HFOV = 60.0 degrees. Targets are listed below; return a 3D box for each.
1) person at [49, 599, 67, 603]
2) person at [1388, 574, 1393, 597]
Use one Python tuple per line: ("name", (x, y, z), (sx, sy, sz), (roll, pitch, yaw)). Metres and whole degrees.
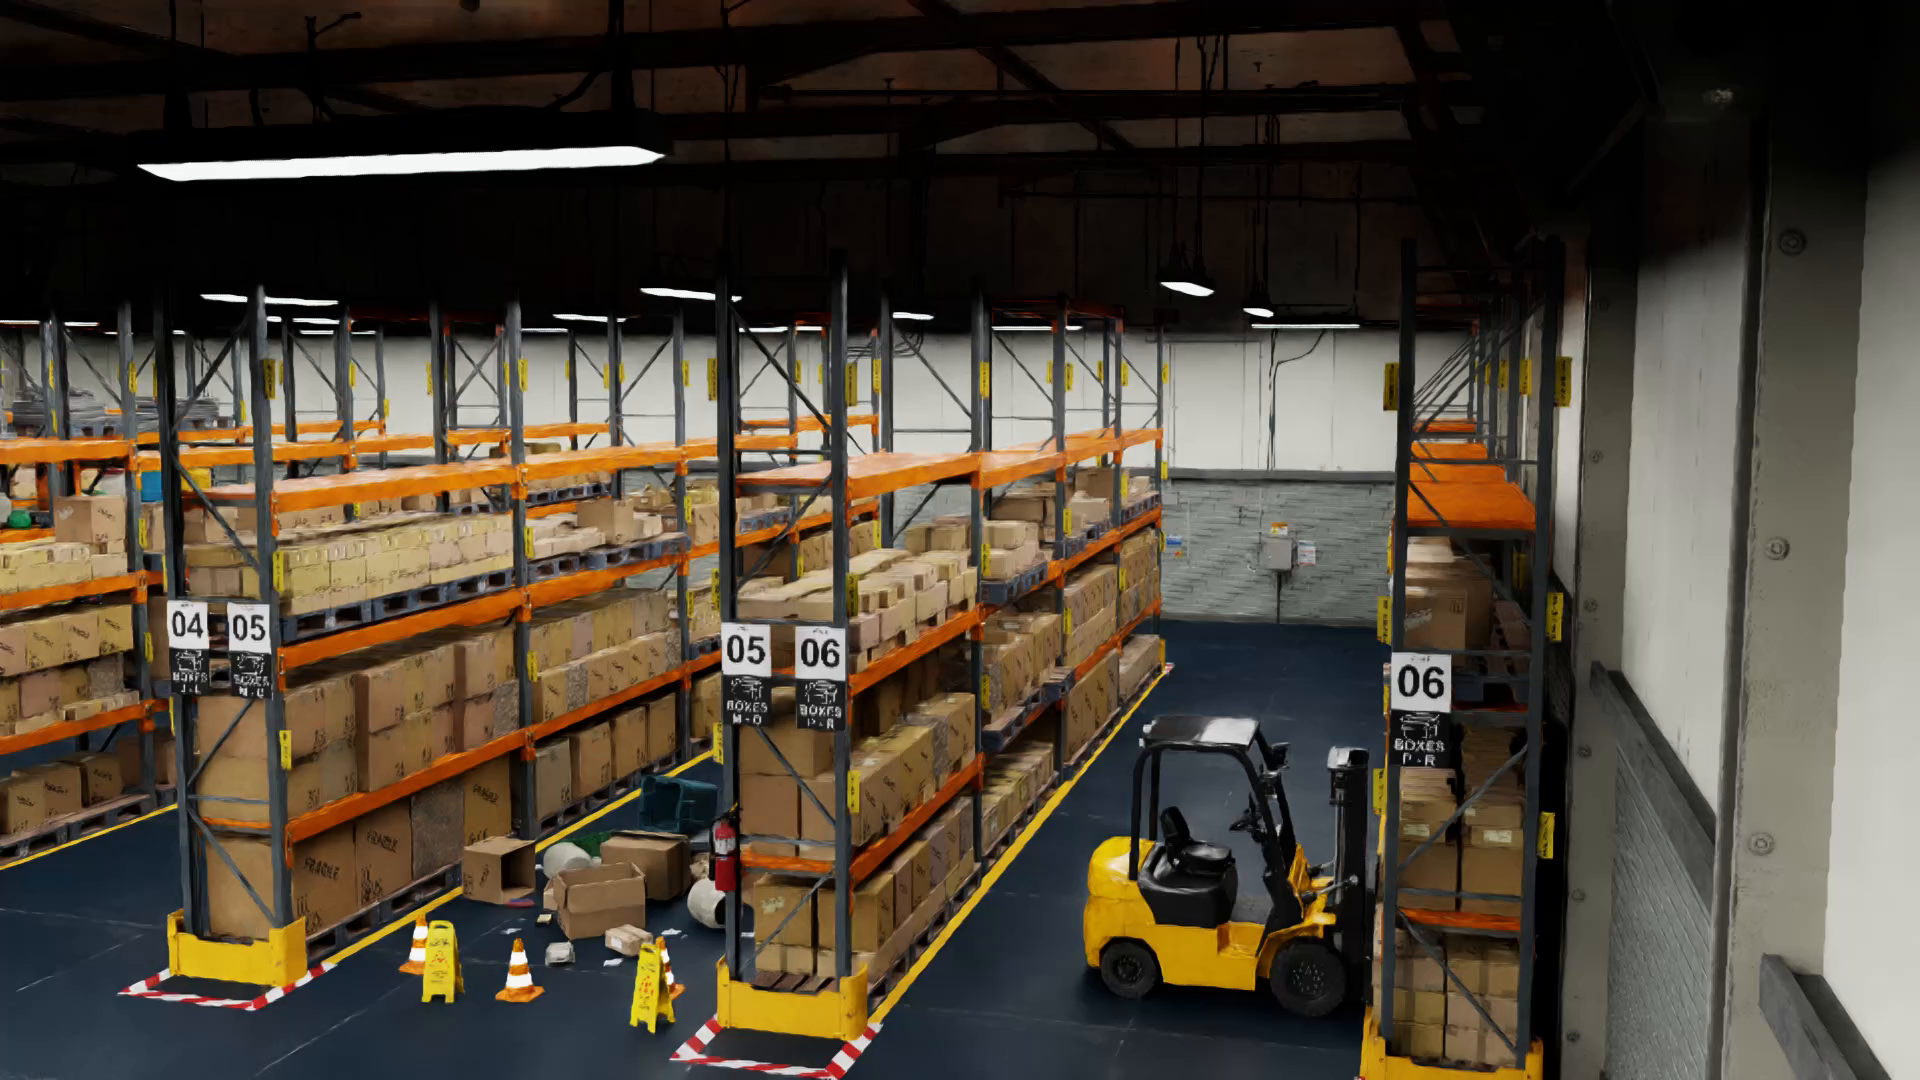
("person", (-14.383, 1.468, 26.556), (0.555, 1.772, 0.615), (6, 8, 43))
("person", (8.026, 1.152, 30.100), (0.452, 1.655, 0.619), (-2, 6, -17))
